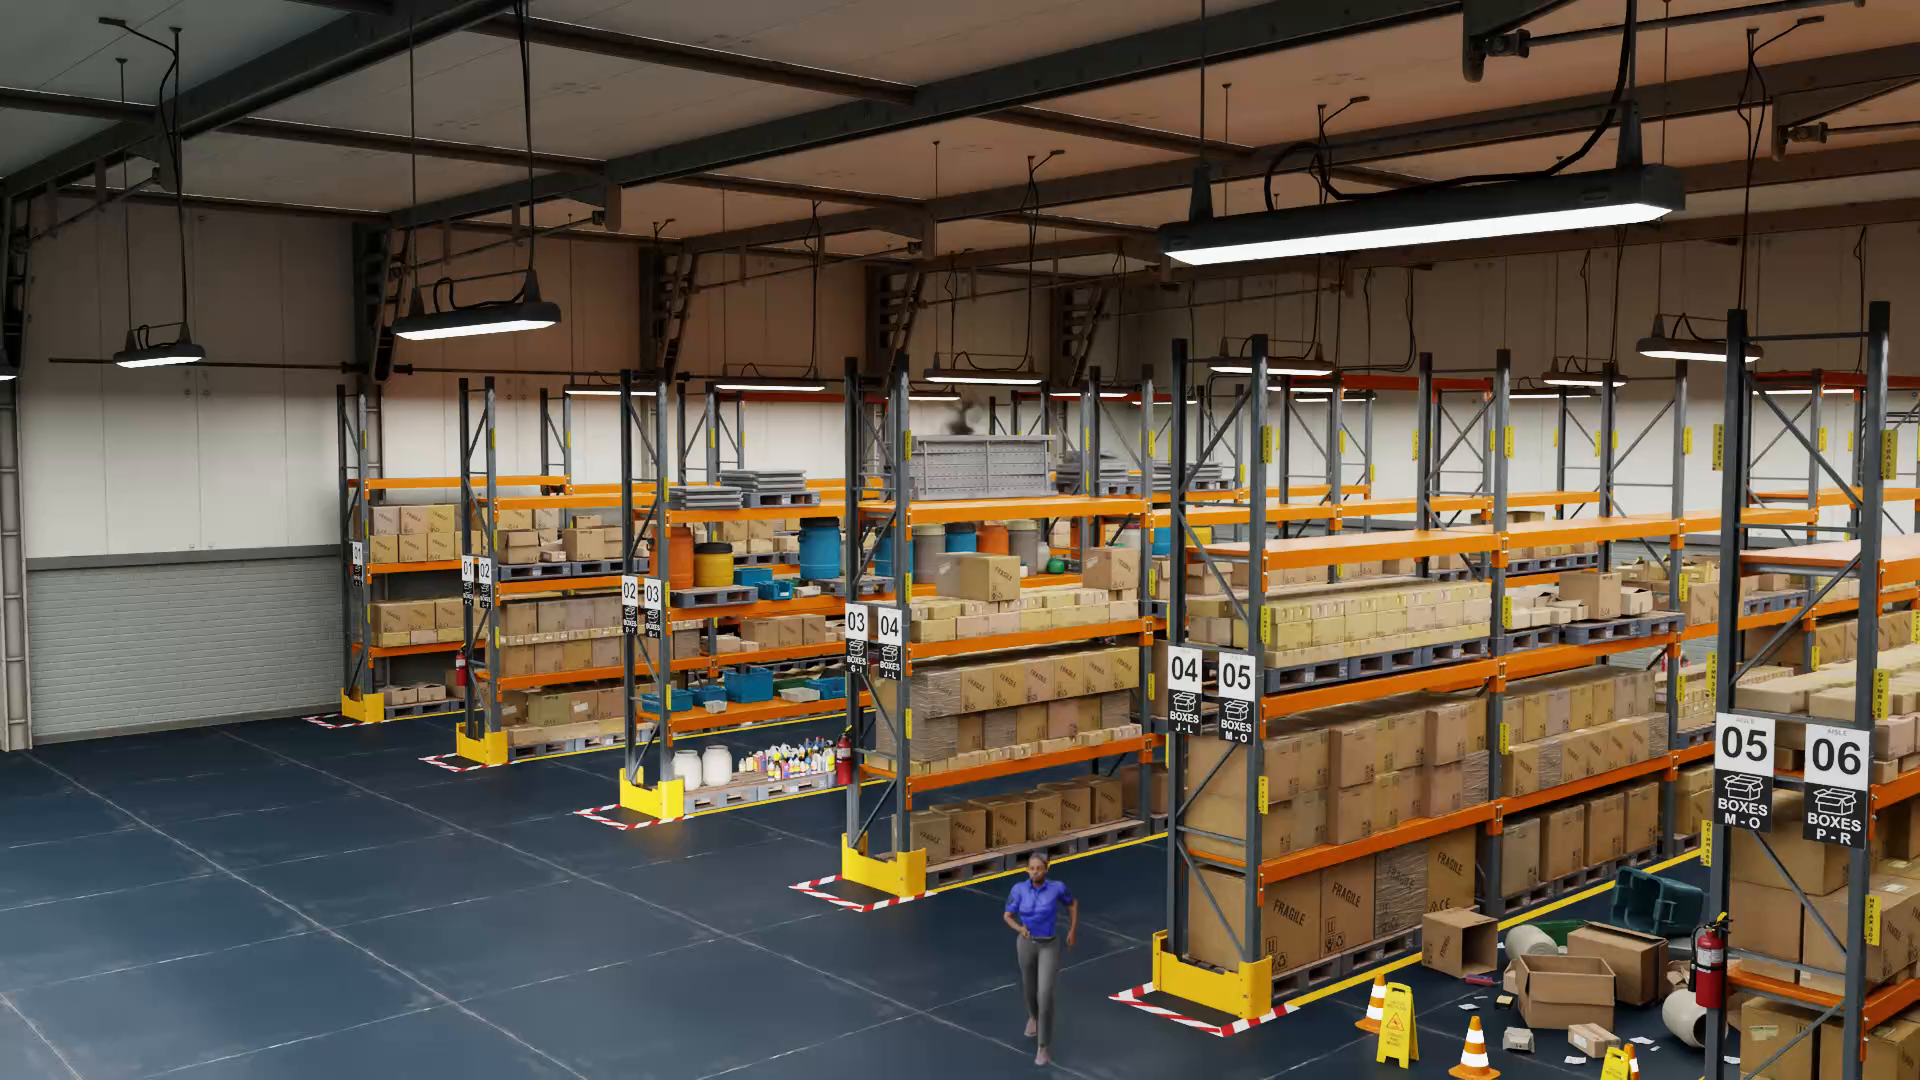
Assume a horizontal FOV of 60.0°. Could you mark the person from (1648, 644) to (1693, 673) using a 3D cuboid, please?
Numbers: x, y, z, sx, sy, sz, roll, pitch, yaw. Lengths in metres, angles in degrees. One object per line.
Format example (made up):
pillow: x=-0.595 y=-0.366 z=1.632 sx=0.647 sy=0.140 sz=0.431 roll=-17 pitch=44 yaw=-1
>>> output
person: x=12.022 y=2.452 z=28.121 sx=0.754 sy=1.780 sz=0.891 roll=1 pitch=4 yaw=21

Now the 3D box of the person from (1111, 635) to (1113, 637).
person: x=3.210 y=1.935 z=32.834 sx=0.589 sy=1.754 sz=0.755 roll=2 pitch=4 yaw=33

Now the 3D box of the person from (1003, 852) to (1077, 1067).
person: x=0.666 y=3.434 z=13.851 sx=0.593 sy=1.717 sz=0.770 roll=1 pitch=4 yaw=12
